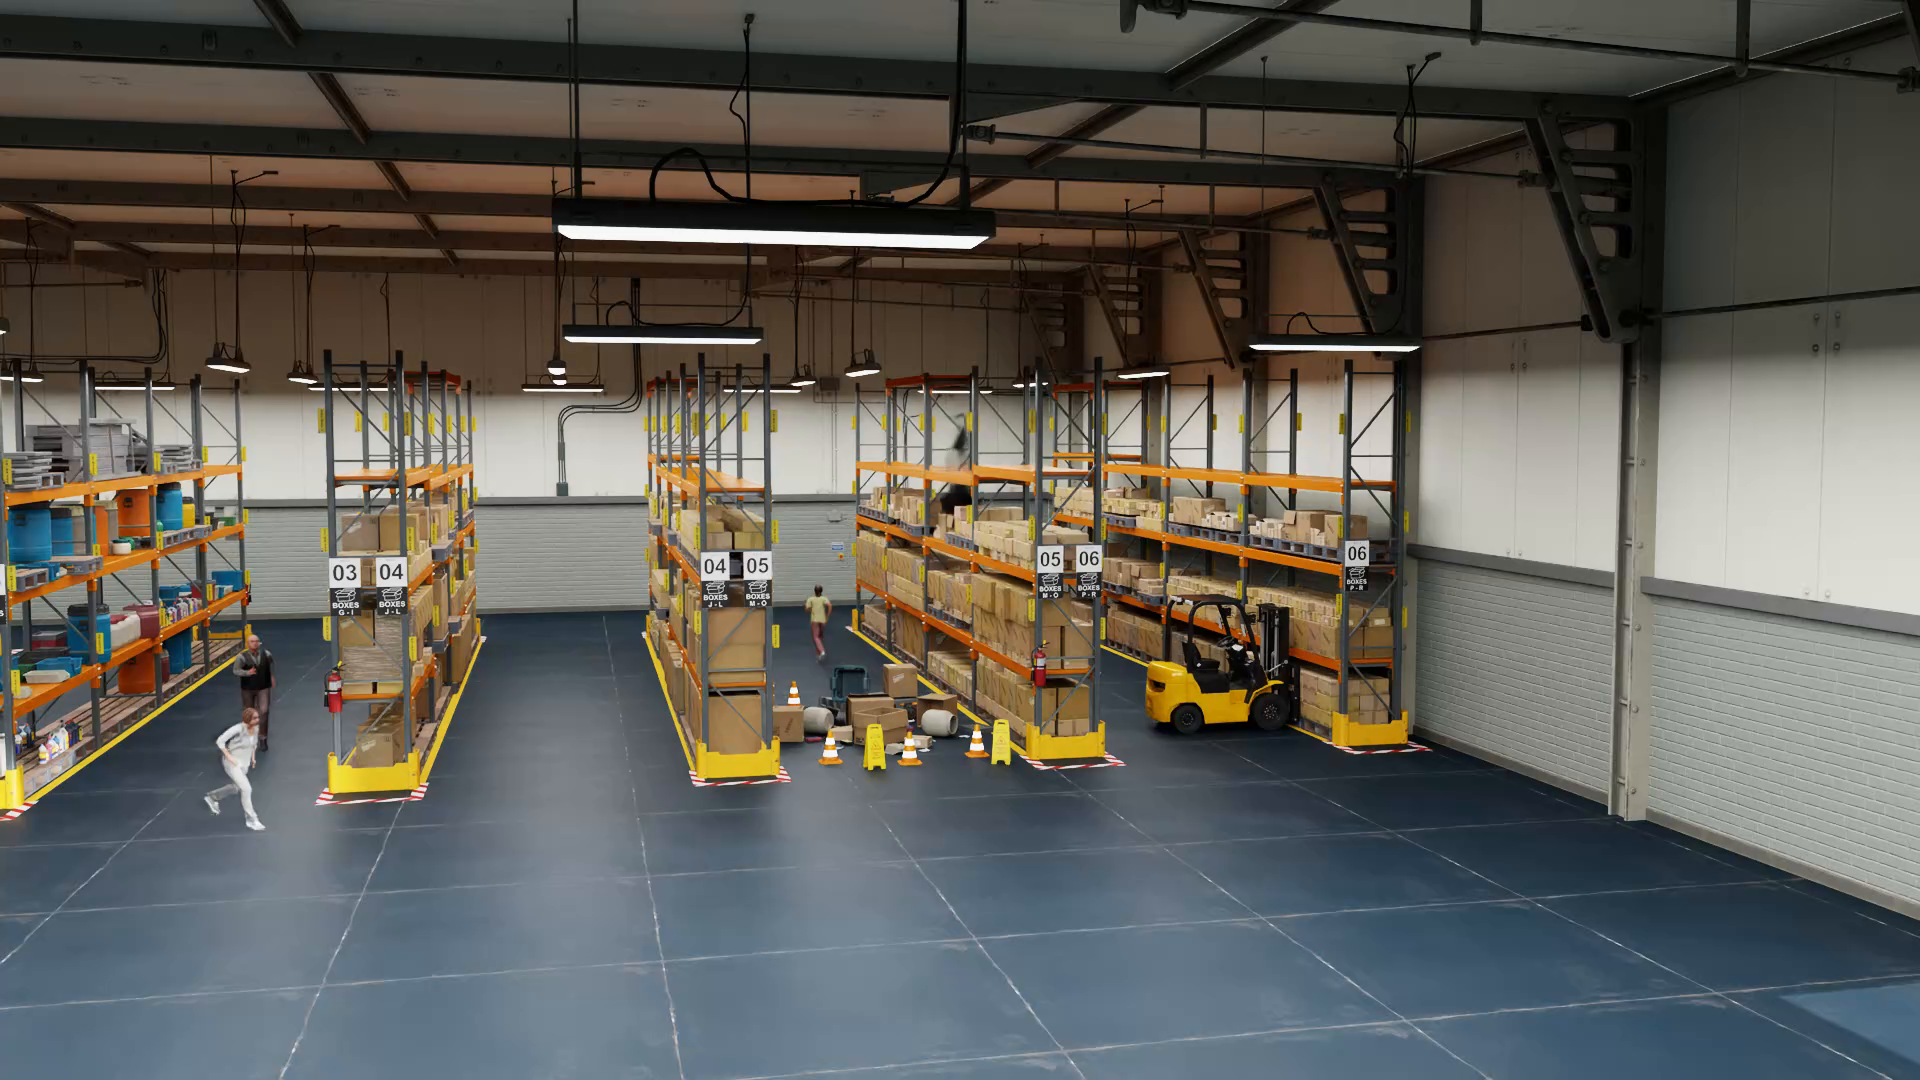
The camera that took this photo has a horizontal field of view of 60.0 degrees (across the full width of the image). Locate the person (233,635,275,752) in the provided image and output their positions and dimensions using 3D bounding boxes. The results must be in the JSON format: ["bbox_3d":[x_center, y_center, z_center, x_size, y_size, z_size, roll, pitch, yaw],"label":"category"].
[{"bbox_3d":[-10.900,2.334,25.699,0.635,1.753,0.907,-2,5,-30],"label":"person"}]

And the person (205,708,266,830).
[{"bbox_3d":[-9.039,2.825,20.627,0.893,1.549,0.557,2,4,25],"label":"person"}]

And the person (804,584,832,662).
[{"bbox_3d":[-2.953,1.791,34.570,0.531,1.689,1.061,-1,4,-19],"label":"person"}]
